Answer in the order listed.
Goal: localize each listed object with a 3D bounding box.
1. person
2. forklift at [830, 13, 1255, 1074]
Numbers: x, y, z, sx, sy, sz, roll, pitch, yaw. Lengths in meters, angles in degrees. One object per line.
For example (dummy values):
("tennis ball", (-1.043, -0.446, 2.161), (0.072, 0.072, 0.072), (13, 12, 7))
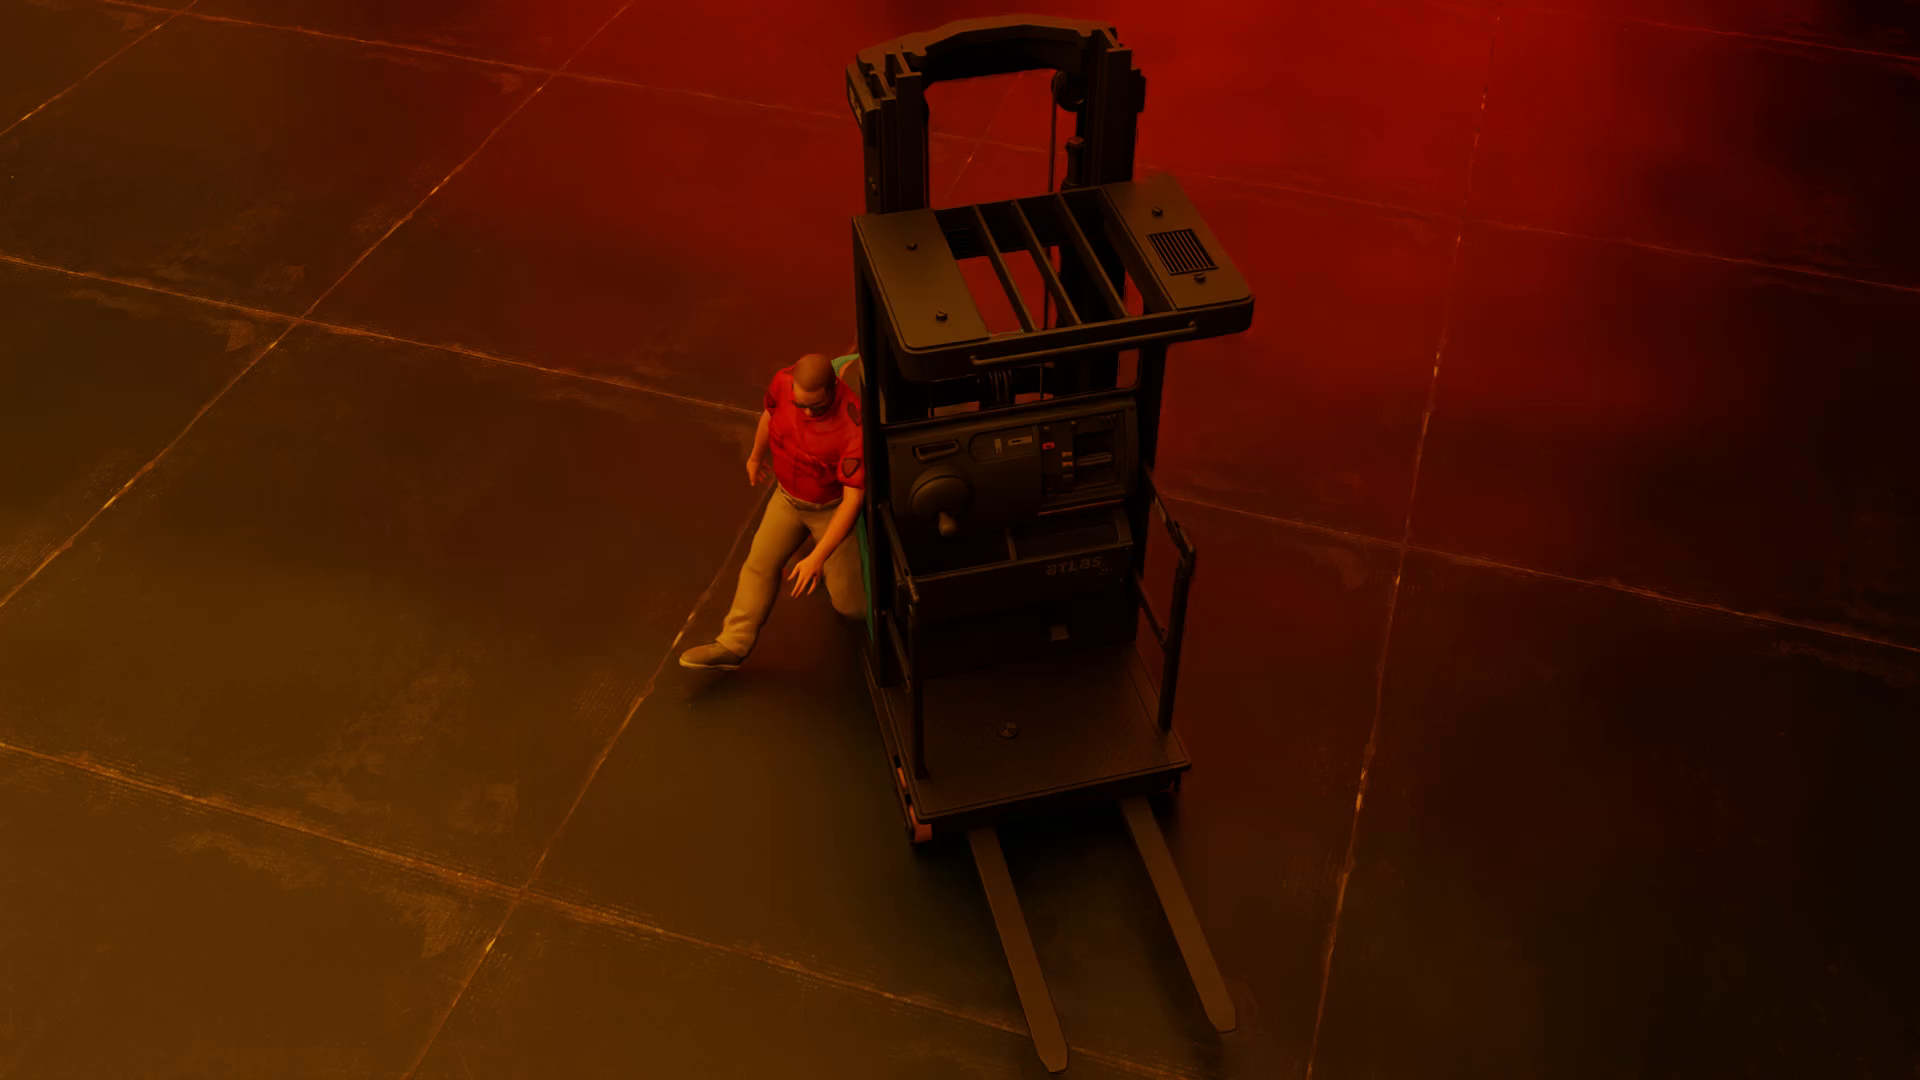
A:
("person", (-0.682, -0.086, 6.729), (0.833, 1.585, 1.000), (30, 51, 28))
("forklift", (0.254, -0.173, 5.875), (1.130, 2.935, 3.031), (-10, 44, -10))
